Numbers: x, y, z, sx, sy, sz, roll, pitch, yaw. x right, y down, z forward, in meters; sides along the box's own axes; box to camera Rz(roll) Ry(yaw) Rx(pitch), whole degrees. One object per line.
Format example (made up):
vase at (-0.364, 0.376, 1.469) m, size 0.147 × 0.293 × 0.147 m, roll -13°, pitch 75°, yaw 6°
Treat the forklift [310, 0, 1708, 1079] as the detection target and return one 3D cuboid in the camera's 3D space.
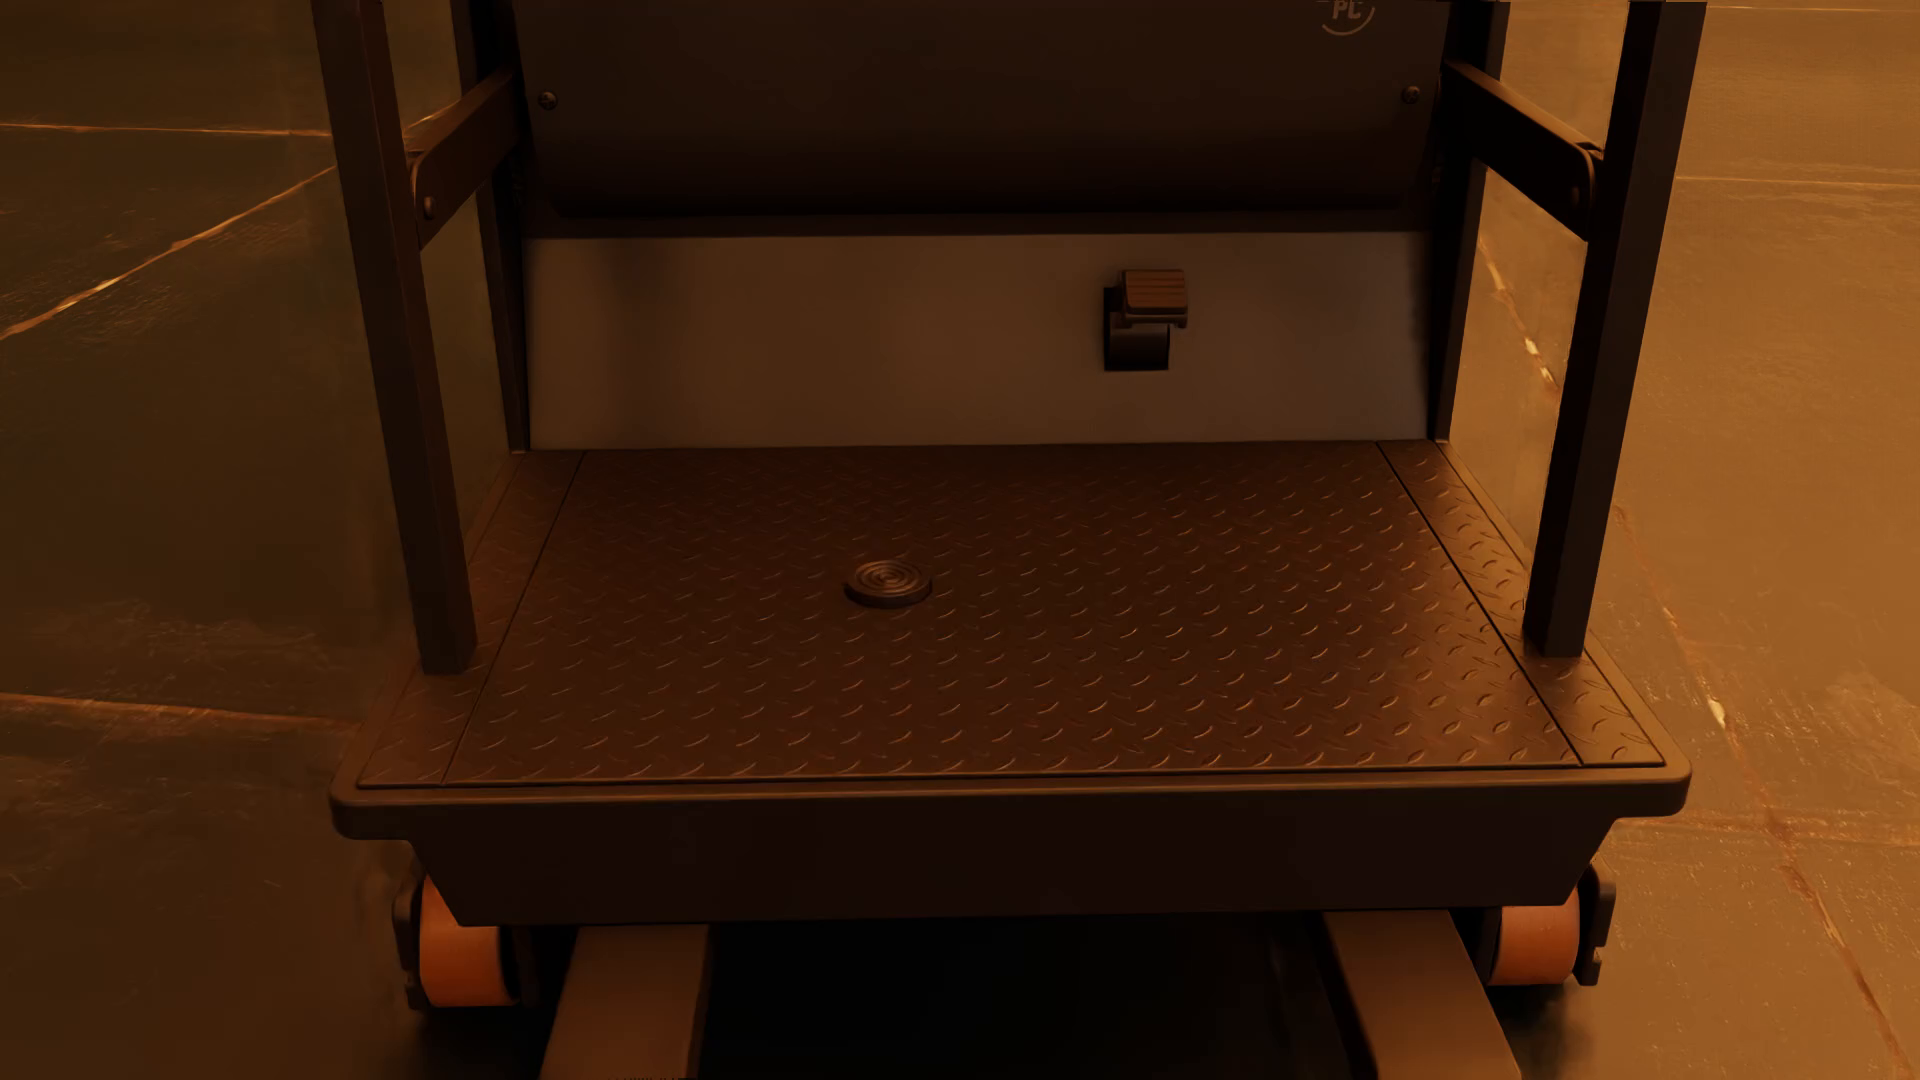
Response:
forklift at (0.032, -1.007, 1.236) m, size 1.130 × 2.935 × 3.031 m, roll -1°, pitch 27°, yaw -2°
